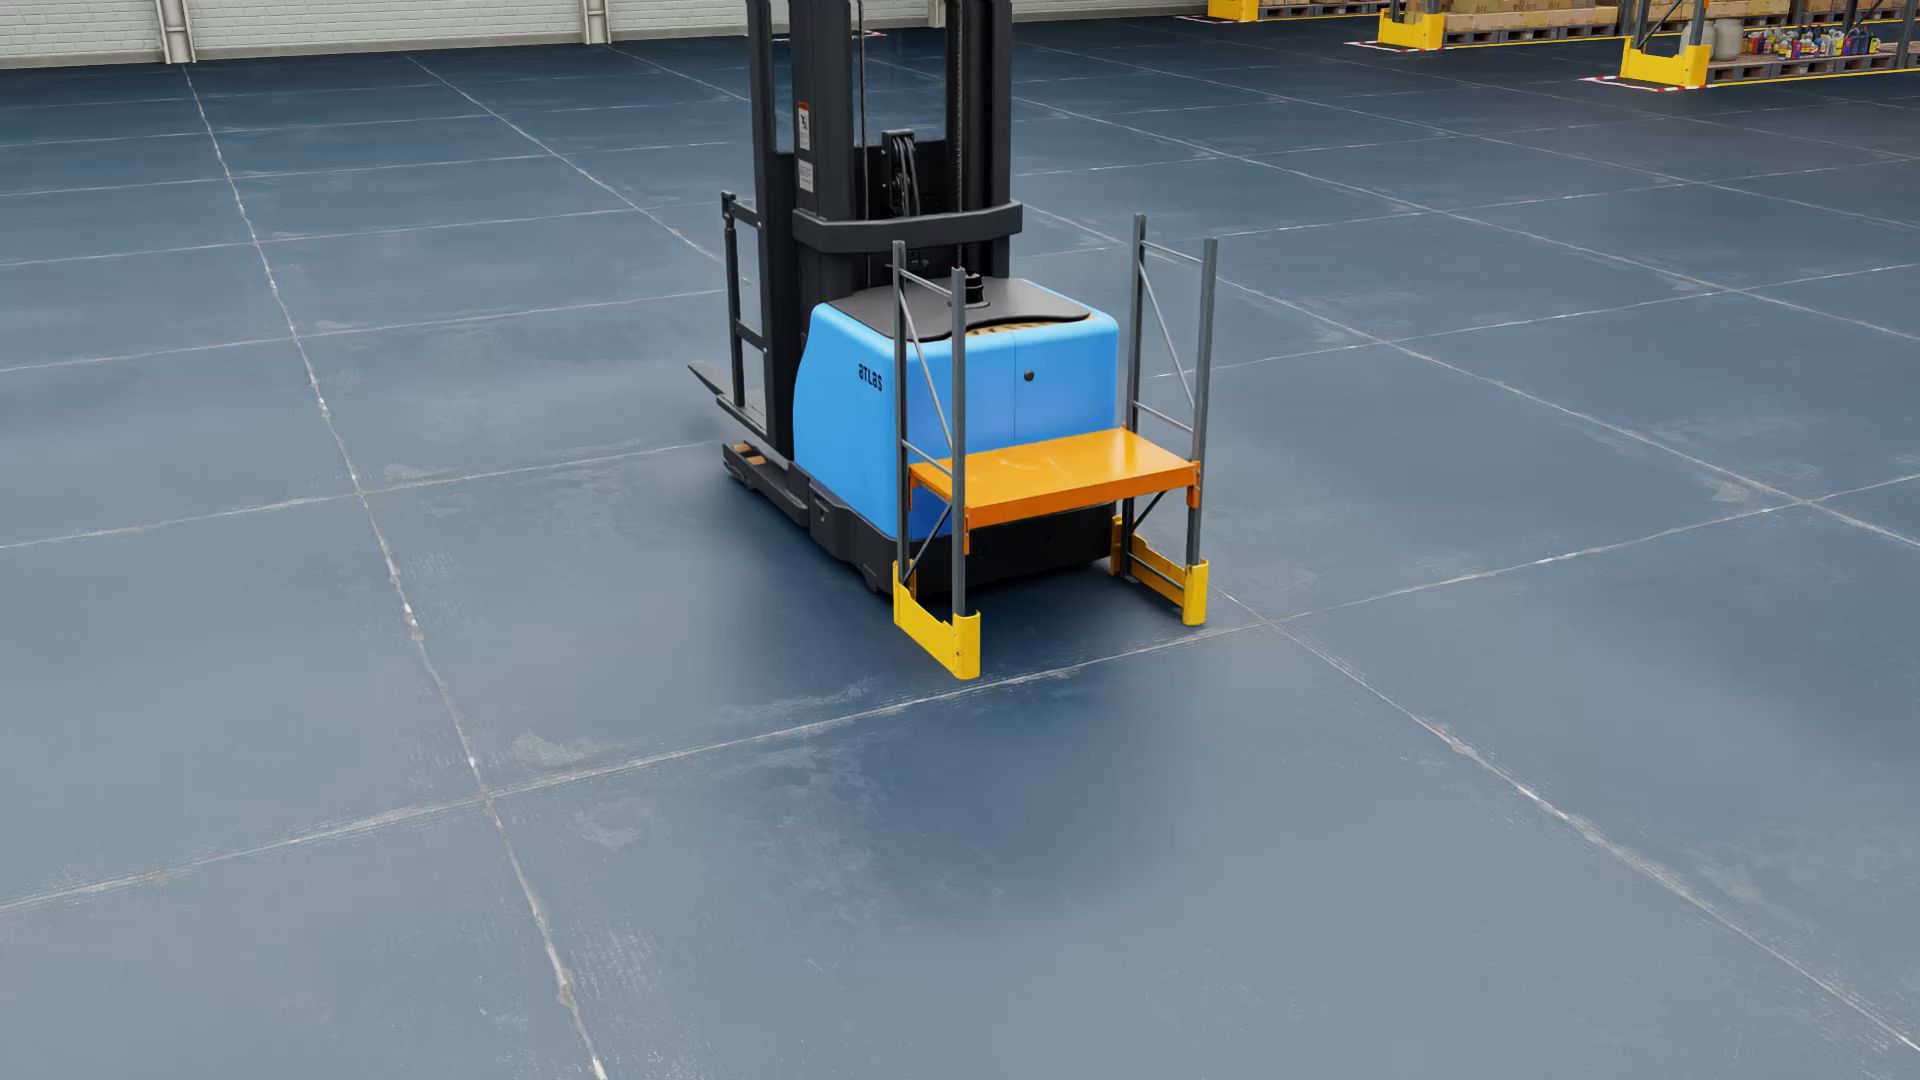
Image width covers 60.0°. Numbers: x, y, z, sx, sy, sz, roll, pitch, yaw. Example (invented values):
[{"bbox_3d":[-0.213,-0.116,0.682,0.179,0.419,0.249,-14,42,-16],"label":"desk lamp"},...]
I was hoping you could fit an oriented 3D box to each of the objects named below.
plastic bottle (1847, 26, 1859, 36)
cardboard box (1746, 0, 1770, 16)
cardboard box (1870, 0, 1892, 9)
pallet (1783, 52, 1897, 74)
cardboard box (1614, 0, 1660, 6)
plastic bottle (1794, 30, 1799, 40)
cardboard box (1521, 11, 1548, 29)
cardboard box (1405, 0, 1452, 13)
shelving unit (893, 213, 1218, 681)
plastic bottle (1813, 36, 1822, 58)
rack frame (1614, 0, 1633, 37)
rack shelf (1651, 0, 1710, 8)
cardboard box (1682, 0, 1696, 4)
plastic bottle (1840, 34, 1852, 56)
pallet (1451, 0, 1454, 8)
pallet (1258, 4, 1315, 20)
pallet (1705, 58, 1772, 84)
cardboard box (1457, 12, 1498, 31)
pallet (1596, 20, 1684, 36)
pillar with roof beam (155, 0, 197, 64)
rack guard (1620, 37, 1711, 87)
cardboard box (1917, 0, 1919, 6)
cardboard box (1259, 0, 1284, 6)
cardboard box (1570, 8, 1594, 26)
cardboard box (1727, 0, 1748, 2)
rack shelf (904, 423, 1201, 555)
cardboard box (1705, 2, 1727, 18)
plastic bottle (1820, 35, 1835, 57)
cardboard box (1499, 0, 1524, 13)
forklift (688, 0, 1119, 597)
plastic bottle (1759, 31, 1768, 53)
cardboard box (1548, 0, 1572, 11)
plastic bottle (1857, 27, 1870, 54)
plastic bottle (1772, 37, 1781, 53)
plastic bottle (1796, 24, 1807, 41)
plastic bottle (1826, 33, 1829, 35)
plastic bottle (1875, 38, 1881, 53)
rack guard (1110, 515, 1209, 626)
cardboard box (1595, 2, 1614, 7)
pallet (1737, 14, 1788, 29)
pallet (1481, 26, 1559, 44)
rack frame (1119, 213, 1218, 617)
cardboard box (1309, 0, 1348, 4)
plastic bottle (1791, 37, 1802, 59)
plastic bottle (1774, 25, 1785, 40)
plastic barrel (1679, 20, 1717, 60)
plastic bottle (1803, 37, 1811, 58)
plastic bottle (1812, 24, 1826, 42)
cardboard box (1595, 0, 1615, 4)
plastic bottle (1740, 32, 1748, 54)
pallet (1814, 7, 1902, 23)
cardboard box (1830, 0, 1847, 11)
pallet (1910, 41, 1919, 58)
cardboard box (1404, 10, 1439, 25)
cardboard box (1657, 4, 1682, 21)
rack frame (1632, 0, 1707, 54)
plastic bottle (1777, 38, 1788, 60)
[{"bbox_3d":[12.225,-6.857,22.781,0.185,0.351,0.144,-10,25,-24],"label":"plastic bottle"},{"bbox_3d":[13.371,-9.071,28.287,0.500,0.250,0.500,-11,25,-24],"label":"cardboard box"},{"bbox_3d":[16.128,-9.689,29.428,0.500,0.500,0.500,-11,25,-25],"label":"cardboard box"},{"bbox_3d":[12.120,-6.649,23.036,1.213,0.211,1.003,-10,25,-24],"label":"pallet"},{"bbox_3d":[11.079,-8.907,27.159,0.500,0.311,0.500,-10,25,-23],"label":"cardboard box"},{"bbox_3d":[11.550,-6.917,23.031,0.097,0.271,0.097,0,22,0],"label":"plastic bottle"},{"bbox_3d":[8.926,-8.262,26.334,0.500,0.250,0.500,-10,25,-24],"label":"cardboard box"},{"bbox_3d":[7.348,-8.540,26.024,0.500,0.500,0.500,-10,25,-24],"label":"cardboard box"},{"bbox_3d":[0.348,-0.375,6.195,1.083,1.500,0.587,-11,25,-25],"label":"shelving unit"},{"bbox_3d":[11.489,-6.614,22.297,0.097,0.271,0.097,0,22,0],"label":"plastic bottle"},{"bbox_3d":[10.598,-9.742,26.862,0.127,3.000,1.000,-10,25,-24],"label":"rack frame"},{"bbox_3d":[10.941,-7.370,22.073,4.000,0.370,1.077,-10,25,-24],"label":"rack shelf"},{"bbox_3d":[11.998,-9.075,27.564,0.500,0.311,0.500,-11,25,-25],"label":"cardboard box"},{"bbox_3d":[11.986,-6.703,22.497,0.133,0.283,0.061,-9,24,-20],"label":"plastic bottle"},{"bbox_3d":[9.147,-10.290,31.832,1.213,0.211,1.003,-10,25,-24],"label":"pallet"},{"bbox_3d":[5.658,-9.632,30.242,1.213,0.211,1.003,-10,25,-24],"label":"pallet"},{"bbox_3d":[9.921,-6.244,22.058,1.213,0.211,1.003,-10,25,-24],"label":"pallet"},{"bbox_3d":[8.023,-8.098,25.938,0.500,0.250,0.500,-10,25,-24],"label":"cardboard box"},{"bbox_3d":[11.245,-8.589,27.723,1.213,0.211,1.003,-10,25,-24],"label":"pallet"},{"bbox_3d":[-9.254,-9.502,18.438,0.400,9.000,9.100,-10,25,-24],"label":"pillar with roof beam"},{"bbox_3d":[9.187,-6.244,21.682,0.348,0.500,1.175,-10,25,-24],"label":"rack guard"},{"bbox_3d":[17.037,-9.857,29.835,0.500,0.500,0.500,-10,25,-23],"label":"cardboard box"},{"bbox_3d":[5.505,-9.830,30.015,0.500,0.311,0.500,-14,26,-30],"label":"cardboard box"},{"bbox_3d":[9.820,-8.434,26.748,0.500,0.250,0.500,-10,25,-24],"label":"cardboard box"},{"bbox_3d":[12.916,-9.245,27.975,0.500,0.311,0.500,-11,25,-24],"label":"cardboard box"},{"bbox_3d":[0.340,-0.207,6.260,1.000,0.185,0.538,-11,25,-25],"label":"rack shelf"},{"bbox_3d":[12.455,-8.902,27.880,0.500,0.250,0.500,-10,24,-23],"label":"cardboard box"},{"bbox_3d":[11.676,-6.662,22.408,0.135,0.276,0.152,-10,24,-23],"label":"plastic bottle"},{"bbox_3d":[8.468,-8.532,26.004,0.500,0.500,0.500,-10,25,-24],"label":"cardboard box"},{"bbox_3d":[-0.478,-1.653,7.411,1.130,2.935,3.031,-11,25,-25],"label":"forklift"},{"bbox_3d":[10.968,-6.827,22.806,0.135,0.276,0.152,-11,25,-25],"label":"plastic bottle"},{"bbox_3d":[9.371,-8.696,26.403,0.500,0.500,0.500,-10,25,-24],"label":"cardboard box"},{"bbox_3d":[12.288,-6.807,22.661,0.185,0.351,0.144,-11,25,-25],"label":"plastic bottle"},{"bbox_3d":[11.207,-6.787,22.807,0.097,0.201,0.097,0,22,0],"label":"plastic bottle"},{"bbox_3d":[11.666,-6.991,23.106,0.185,0.351,0.144,-12,25,-26],"label":"plastic bottle"},{"bbox_3d":[11.756,-6.722,22.543,0.133,0.283,0.061,-10,25,-24],"label":"plastic bottle"},{"bbox_3d":[12.551,-6.777,22.783,0.097,0.201,0.097,0,22,0],"label":"plastic bottle"},{"bbox_3d":[0.789,0.114,6.648,0.087,0.250,0.587,-11,25,-25],"label":"rack guard"},{"bbox_3d":[10.846,-8.834,27.715,0.500,0.250,0.500,-11,25,-24],"label":"cardboard box"},{"bbox_3d":[13.444,-8.994,28.701,1.213,0.211,1.003,-10,25,-24],"label":"pallet"},{"bbox_3d":[8.763,-8.132,26.619,1.213,0.211,1.003,-10,25,-24],"label":"pallet"},{"bbox_3d":[0.790,-0.464,6.409,0.032,1.500,0.500,-11,25,-25],"label":"rack frame"},{"bbox_3d":[6.701,-10.116,30.459,0.500,0.500,0.700,-12,25,-27],"label":"cardboard box"},{"bbox_3d":[11.120,-6.543,22.112,0.133,0.283,0.061,-10,25,-23],"label":"plastic bottle"},{"bbox_3d":[11.283,-6.921,22.935,0.185,0.351,0.144,-11,25,-24],"label":"plastic bottle"},{"bbox_3d":[9.699,-6.551,21.857,0.421,0.512,0.421,0,22,0],"label":"plastic barrel"},{"bbox_3d":[11.307,-6.580,22.216,0.097,0.271,0.097,0,22,0],"label":"plastic bottle"},{"bbox_3d":[11.898,-6.973,23.061,0.185,0.351,0.144,-10,25,-24],"label":"plastic bottle"},{"bbox_3d":[10.839,-9.090,27.602,0.500,0.311,0.500,-10,25,-24],"label":"cardboard box"},{"bbox_3d":[10.701,-6.800,22.732,0.133,0.283,0.061,-10,24,-22],"label":"plastic bottle"},{"bbox_3d":[15.989,-9.429,29.752,1.213,0.211,1.003,-10,25,-24],"label":"pallet"},{"bbox_3d":[15.206,-9.519,29.018,0.500,0.500,0.500,-11,25,-26],"label":"cardboard box"},{"bbox_3d":[14.535,-7.093,24.110,1.213,0.211,1.003,-10,25,-24],"label":"pallet"},{"bbox_3d":[7.349,-8.193,26.166,0.500,0.250,0.500,-10,25,-24],"label":"cardboard box"},{"bbox_3d":[11.530,-8.731,27.467,0.500,0.250,0.500,-10,24,-22],"label":"cardboard box"},{"bbox_3d":[9.139,-7.371,21.134,0.127,3.000,1.000,-10,25,-24],"label":"rack frame"},{"bbox_3d":[10.908,-6.507,22.039,0.097,0.271,0.097,0,22,0],"label":"plastic bottle"}]
